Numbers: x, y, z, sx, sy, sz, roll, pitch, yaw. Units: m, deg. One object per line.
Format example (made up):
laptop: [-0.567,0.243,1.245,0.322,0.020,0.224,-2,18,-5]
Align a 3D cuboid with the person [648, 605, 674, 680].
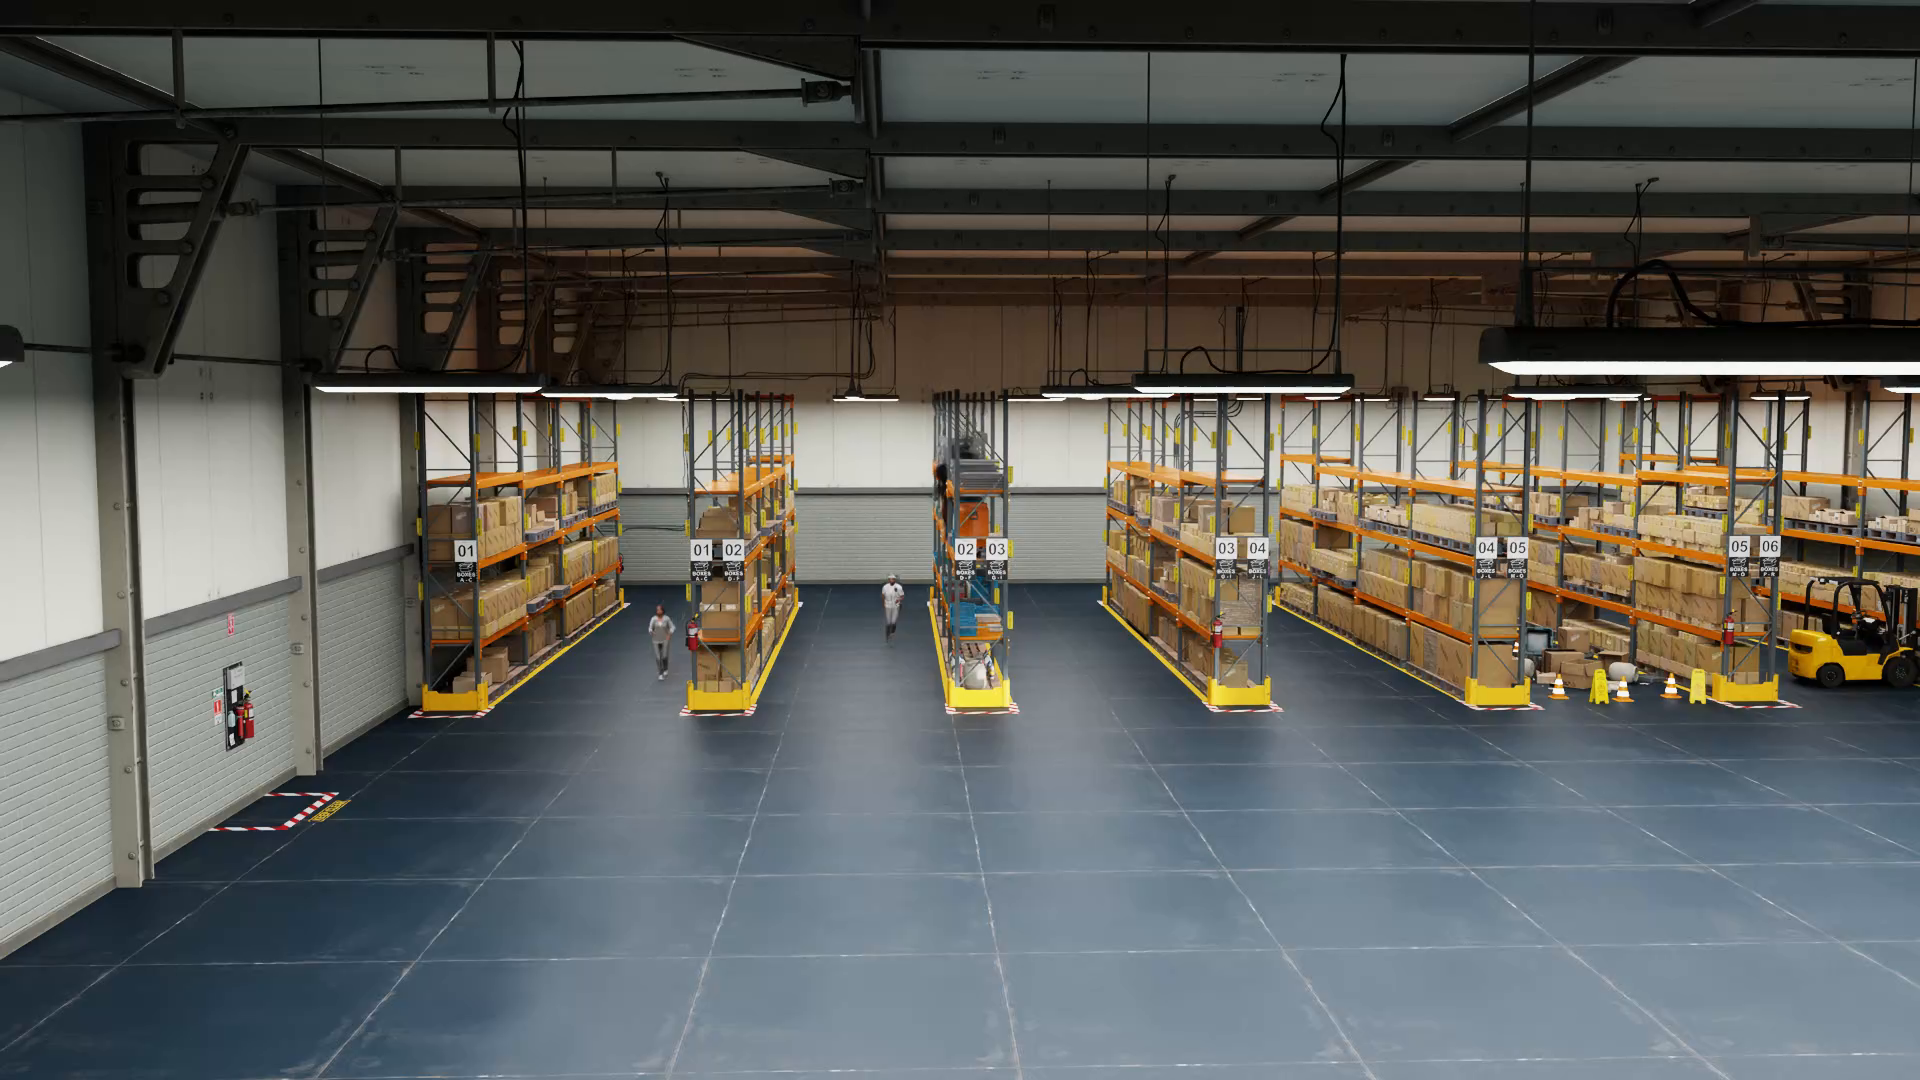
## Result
person: [-6.178,2.129,34.355,0.521,1.561,0.570,0,5,-5]

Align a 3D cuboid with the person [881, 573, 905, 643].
person: [-1.573,1.593,38.845,0.559,1.673,0.590,0,5,1]

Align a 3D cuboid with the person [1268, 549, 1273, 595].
person: [9.001,1.014,48.853,0.528,1.492,0.603,-1,5,-13]

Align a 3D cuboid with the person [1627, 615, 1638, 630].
person: [16.568,1.543,40.922,0.639,1.788,0.719,-1,5,-7]
